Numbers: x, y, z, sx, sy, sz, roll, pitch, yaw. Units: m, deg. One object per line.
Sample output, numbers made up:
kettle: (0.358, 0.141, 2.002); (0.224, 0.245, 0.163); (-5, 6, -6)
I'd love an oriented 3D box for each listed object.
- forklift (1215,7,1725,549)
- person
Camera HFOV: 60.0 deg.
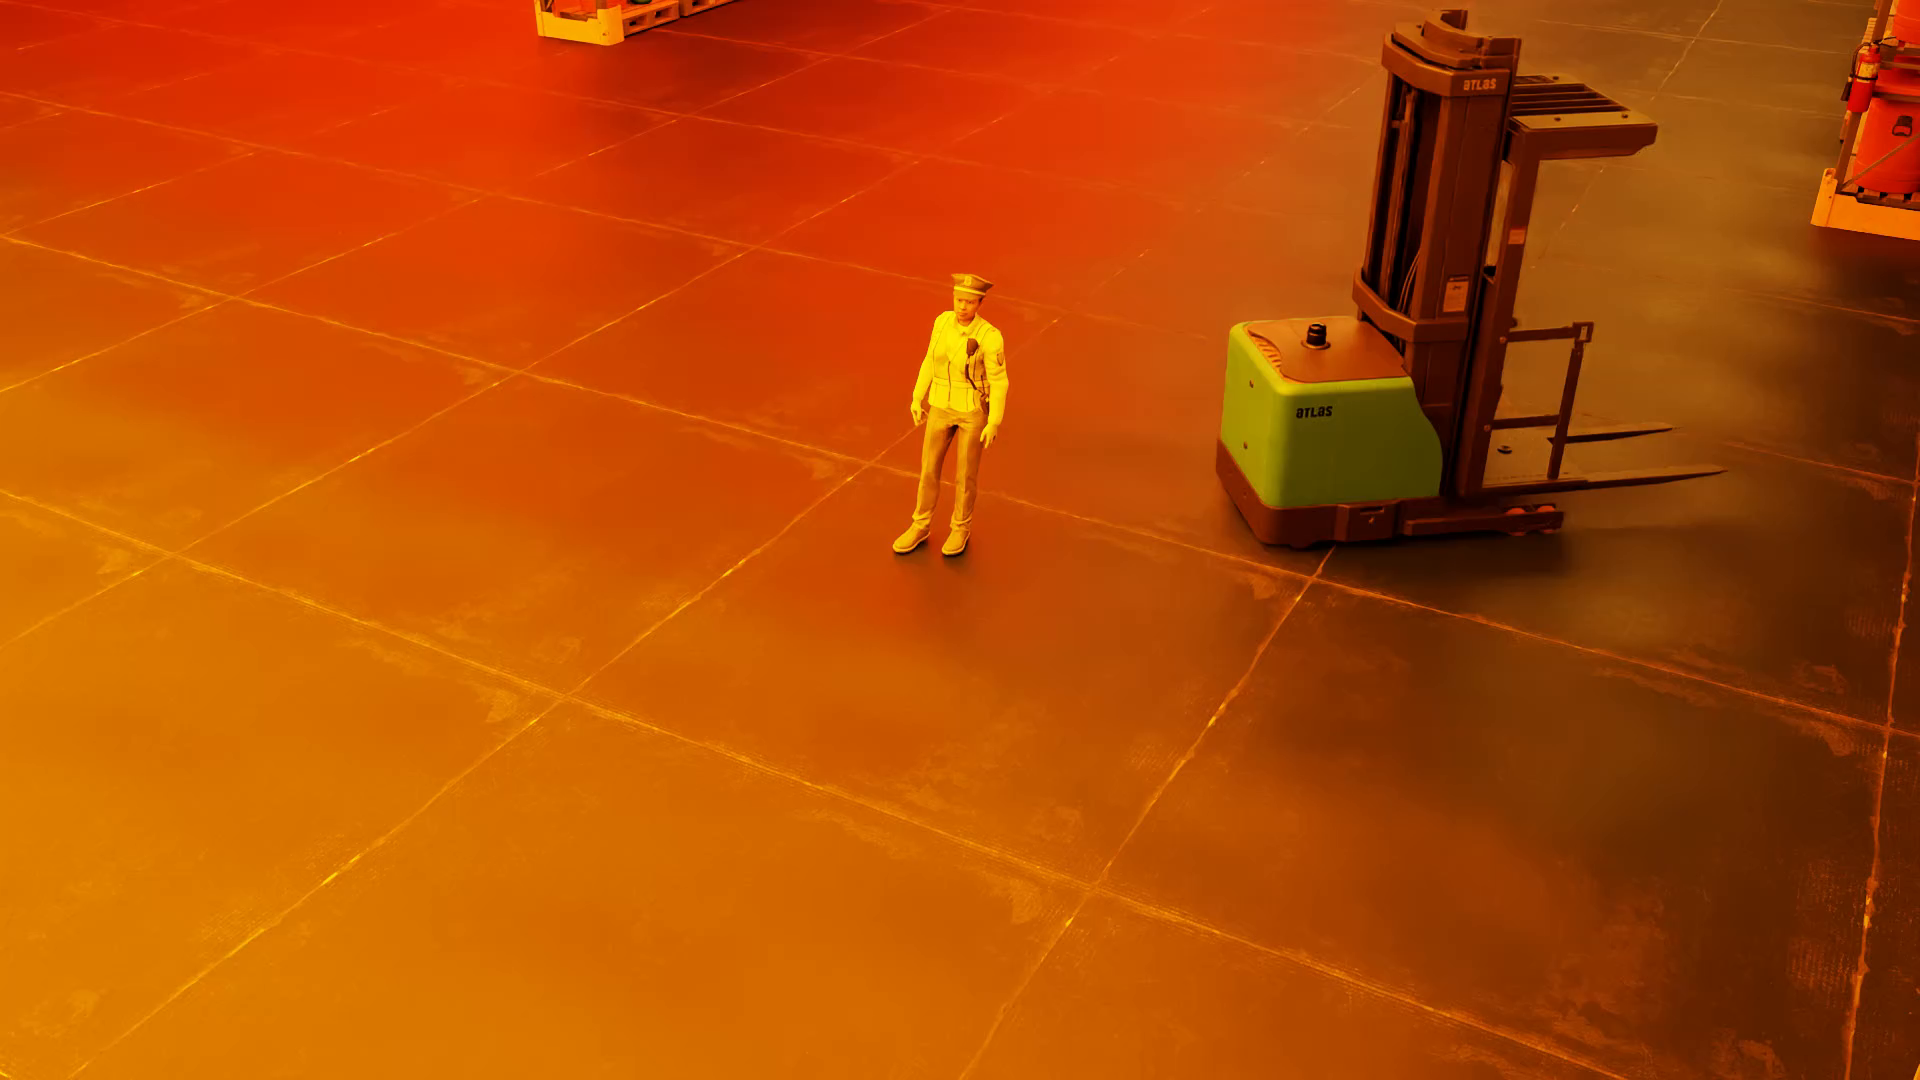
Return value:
forklift: (3.195, -1.550, 9.757); (3.031, 2.935, 1.130); (-5, 30, -8)
person: (-0.039, -0.712, 9.527); (0.586, 1.694, 0.532); (15, 33, 25)
